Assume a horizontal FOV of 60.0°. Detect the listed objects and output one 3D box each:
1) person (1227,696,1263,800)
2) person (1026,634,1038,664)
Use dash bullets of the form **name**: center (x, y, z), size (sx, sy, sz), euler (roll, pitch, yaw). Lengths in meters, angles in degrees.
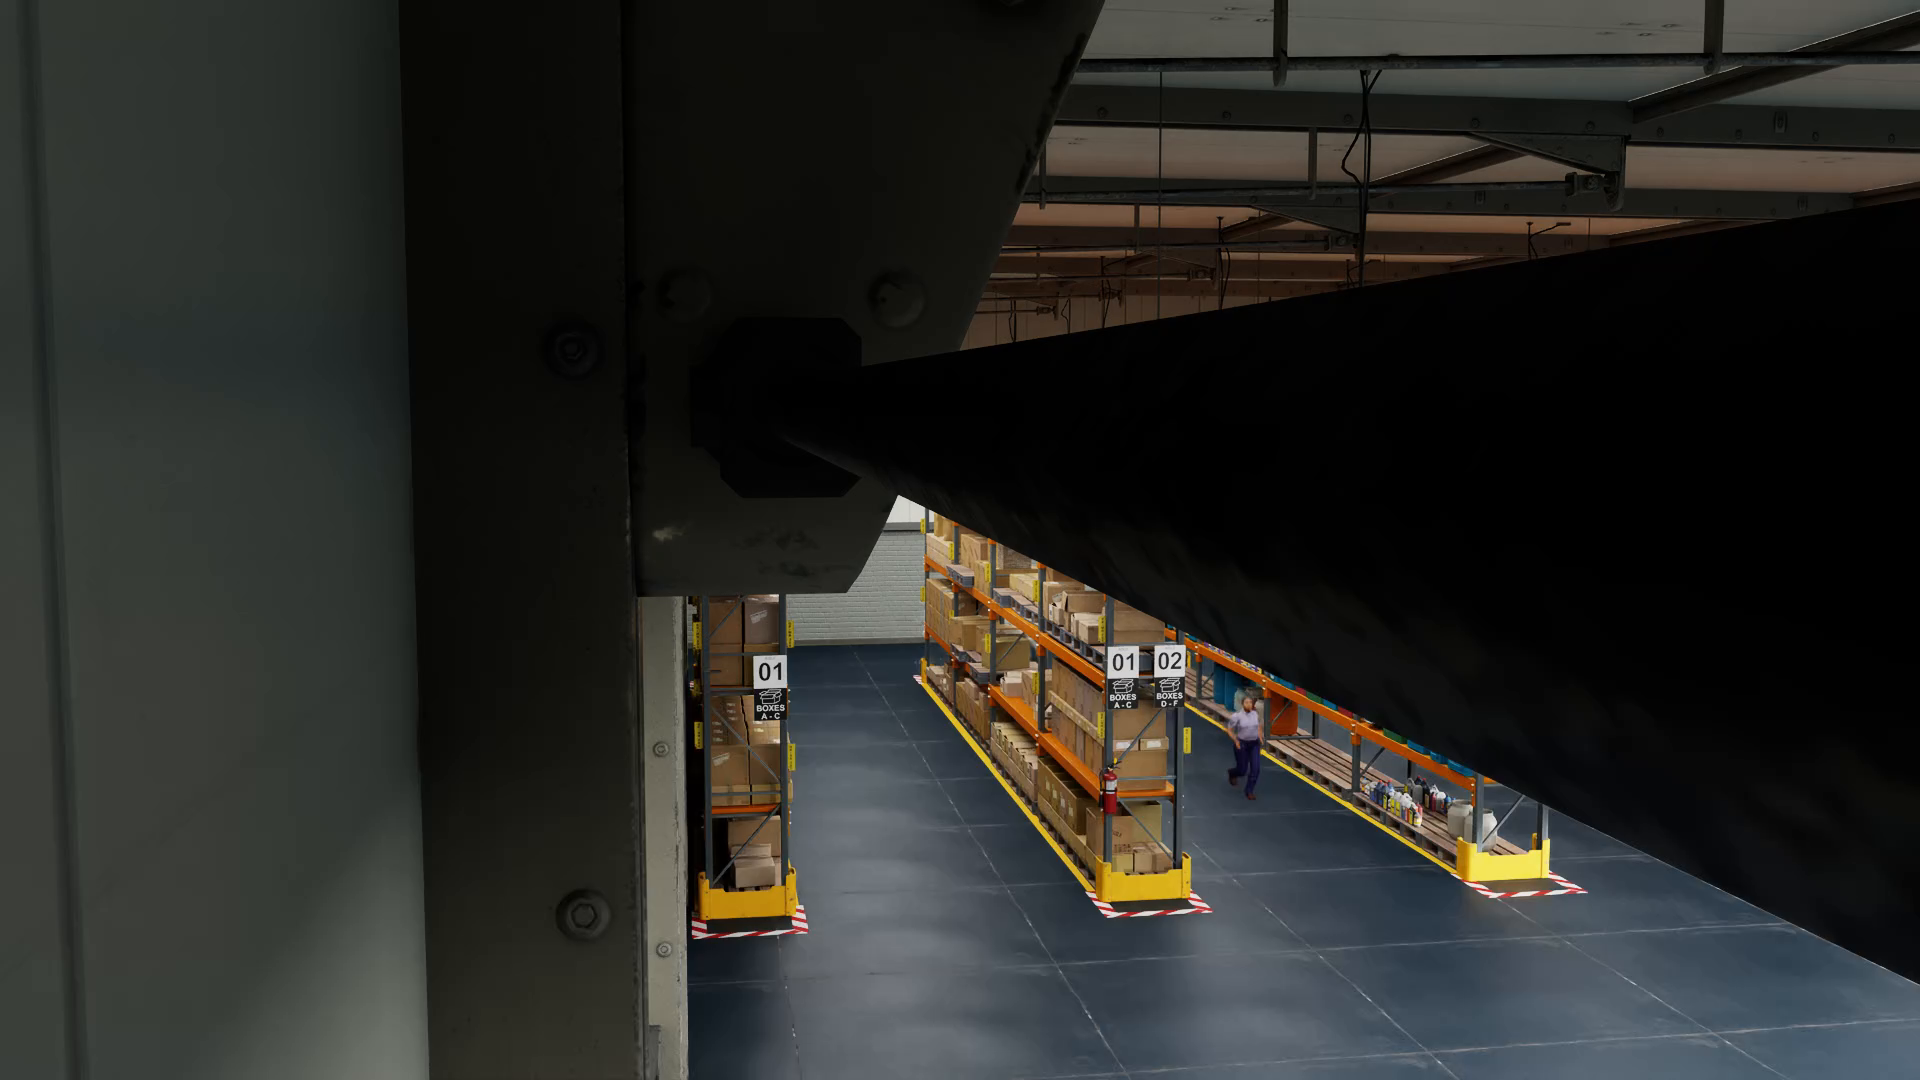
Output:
- **person**: center (4.488, 3.240, 26.115), size (0.617, 1.605, 0.643), euler (-2, 5, -17)
- **person**: center (1.486, 2.219, 36.904), size (0.745, 1.695, 0.654), euler (-4, 6, -37)
